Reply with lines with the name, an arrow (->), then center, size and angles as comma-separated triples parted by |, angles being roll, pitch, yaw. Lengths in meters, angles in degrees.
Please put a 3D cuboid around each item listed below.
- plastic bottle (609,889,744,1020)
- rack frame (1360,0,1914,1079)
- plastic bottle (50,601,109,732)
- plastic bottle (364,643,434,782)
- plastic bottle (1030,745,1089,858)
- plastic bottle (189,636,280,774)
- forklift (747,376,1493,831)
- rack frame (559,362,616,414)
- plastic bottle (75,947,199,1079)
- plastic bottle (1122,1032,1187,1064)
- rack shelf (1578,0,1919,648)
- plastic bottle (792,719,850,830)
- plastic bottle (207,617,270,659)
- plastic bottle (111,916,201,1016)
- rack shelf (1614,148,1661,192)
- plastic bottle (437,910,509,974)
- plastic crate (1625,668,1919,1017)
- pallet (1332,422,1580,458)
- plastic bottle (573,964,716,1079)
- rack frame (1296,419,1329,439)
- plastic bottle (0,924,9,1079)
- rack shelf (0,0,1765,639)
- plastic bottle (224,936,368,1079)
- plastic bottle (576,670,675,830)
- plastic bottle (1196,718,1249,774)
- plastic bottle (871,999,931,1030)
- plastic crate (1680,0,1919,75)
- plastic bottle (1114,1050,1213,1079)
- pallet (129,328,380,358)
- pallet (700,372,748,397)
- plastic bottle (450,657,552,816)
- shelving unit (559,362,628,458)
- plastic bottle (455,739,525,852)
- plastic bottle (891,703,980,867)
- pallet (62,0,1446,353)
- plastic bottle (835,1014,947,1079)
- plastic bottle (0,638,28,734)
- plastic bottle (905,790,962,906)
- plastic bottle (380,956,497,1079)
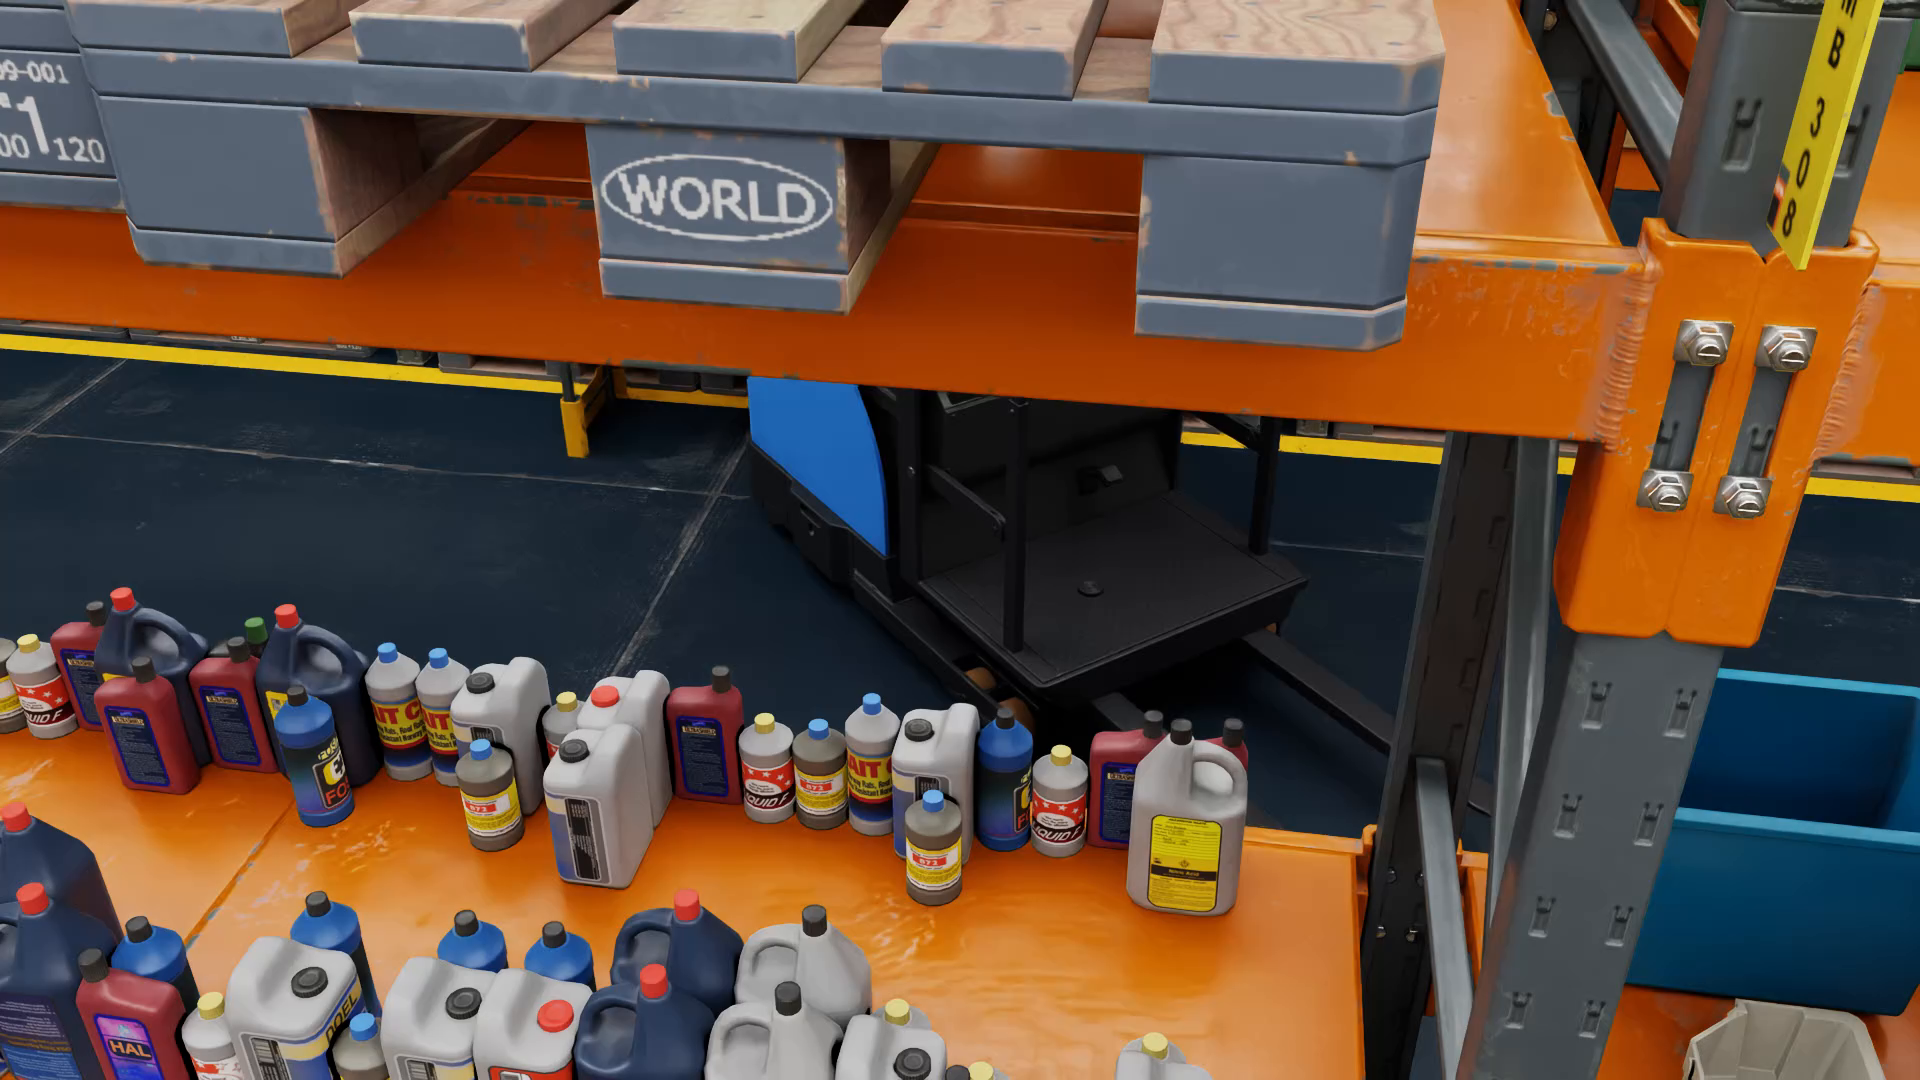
plastic bottle -> -0.408, 0.649, 2.433 | 0.185, 0.351, 0.144 | 5, 32, 8
rack frame -> 0.711, 0.631, 2.415 | 0.127, 3.000, 1.000 | 5, 32, 8
plastic bottle -> -1.635, 0.238, 3.153 | 0.133, 0.283, 0.061 | 5, 32, 8
plastic bottle -> -1.028, 0.308, 3.052 | 0.097, 0.271, 0.097 | 0, 32, 0
plastic bottle -> 0.173, 0.446, 2.897 | 0.097, 0.201, 0.097 | 0, 32, 0
plastic bottle -> -1.331, 0.298, 3.056 | 0.133, 0.283, 0.061 | 5, 32, 8
forklift -> 0.426, -0.871, 4.880 | 1.130, 2.935, 3.031 | -19, 37, -28
rack frame -> -1.548, -1.128, 6.638 | 0.032, 1.500, 0.500 | 4, 32, 6
plastic bottle -> -1.186, 0.707, 2.404 | 0.133, 0.283, 0.061 | 5, 32, 8
plastic bottle -> 0.271, 0.782, 2.361 | 0.097, 0.201, 0.097 | 0, 32, 0
rack shelf -> 2.683, -0.157, 1.525 | 4.000, 0.370, 1.077 | 5, 32, 8
plastic bottle -> -0.247, 0.408, 2.958 | 0.097, 0.201, 0.097 | 0, 32, 0
plastic bottle -> -1.321, 0.266, 3.107 | 0.133, 0.283, 0.061 | 5, 32, 8
plastic bottle -> -1.190, 0.669, 2.476 | 0.097, 0.271, 0.097 | 0, 32, 0
rack shelf -> 3.520, -1.476, 6.459 | 4.000, 0.370, 1.077 | 5, 32, 8
plastic bottle -> -0.719, 0.662, 2.486 | 0.097, 0.271, 0.097 | 0, 32, 0
plastic crate -> 1.229, 0.475, 2.622 | 0.575, 0.384, 0.392 | 5, 32, 8
pallet -> 2.225, -0.716, 7.195 | 1.213, 0.211, 1.003 | 5, 32, 8
plastic bottle -> -0.432, 0.724, 2.313 | 0.185, 0.351, 0.144 | 5, 32, 8
rack frame -> 1.548, -1.960, 6.554 | 0.127, 3.000, 1.000 | 5, 32, 8
plastic bottle -> -1.493, 0.658, 2.489 | 0.135, 0.276, 0.152 | 5, 32, 8
rack shelf -> -1.260, -0.515, 2.096 | 4.000, 0.370, 1.077 | 5, 32, 8
plastic bottle -> -0.950, 0.707, 2.411 | 0.135, 0.276, 0.152 | 5, 32, 8
plastic bottle -> -0.594, 0.360, 2.965 | 0.135, 0.276, 0.152 | 5, 32, 8
plastic bottle -> 0.422, 0.424, 2.855 | 0.133, 0.283, 0.061 | 5, 32, 8
plastic bottle -> -0.089, 0.749, 2.413 | 0.097, 0.201, 0.097 | 0, 32, 0
plastic crate -> 1.180, -0.671, 1.868 | 0.662, 0.188, 0.450 | 5, 32, 8
plastic bottle -> 0.268, 0.817, 2.234 | 0.135, 0.276, 0.152 | 5, 32, 8
pallet -> -3.200, -1.229, 8.014 | 1.213, 0.211, 1.003 | 5, 32, 8
pallet -> -0.466, -0.938, 7.550 | 1.213, 0.211, 1.003 | 5, 32, 8
plastic bottle -> -0.822, 0.339, 2.998 | 0.135, 0.276, 0.152 | 5, 32, 8
shelving unit -> -1.035, -1.091, 6.580 | 1.083, 1.500, 0.587 | 4, 32, 6
plastic bottle -> -0.825, 0.438, 2.911 | 0.097, 0.201, 0.097 | 0, 32, 0
plastic bottle -> -0.042, 0.410, 2.885 | 0.135, 0.276, 0.152 | 5, 32, 8
pallet -> -0.078, -0.580, 1.700 | 1.003, 0.211, 1.213 | 5, 32, 8
plastic bottle -> -0.092, 0.784, 2.287 | 0.135, 0.276, 0.152 | 5, 32, 8
plastic bottle -> -1.847, 0.263, 3.189 | 0.097, 0.201, 0.097 | 0, 32, 0
plastic bottle -> -0.044, 0.508, 2.798 | 0.097, 0.201, 0.097 | 0, 32, 0
plastic bottle -> -0.722, 0.727, 2.378 | 0.135, 0.276, 0.152 | 5, 32, 8
